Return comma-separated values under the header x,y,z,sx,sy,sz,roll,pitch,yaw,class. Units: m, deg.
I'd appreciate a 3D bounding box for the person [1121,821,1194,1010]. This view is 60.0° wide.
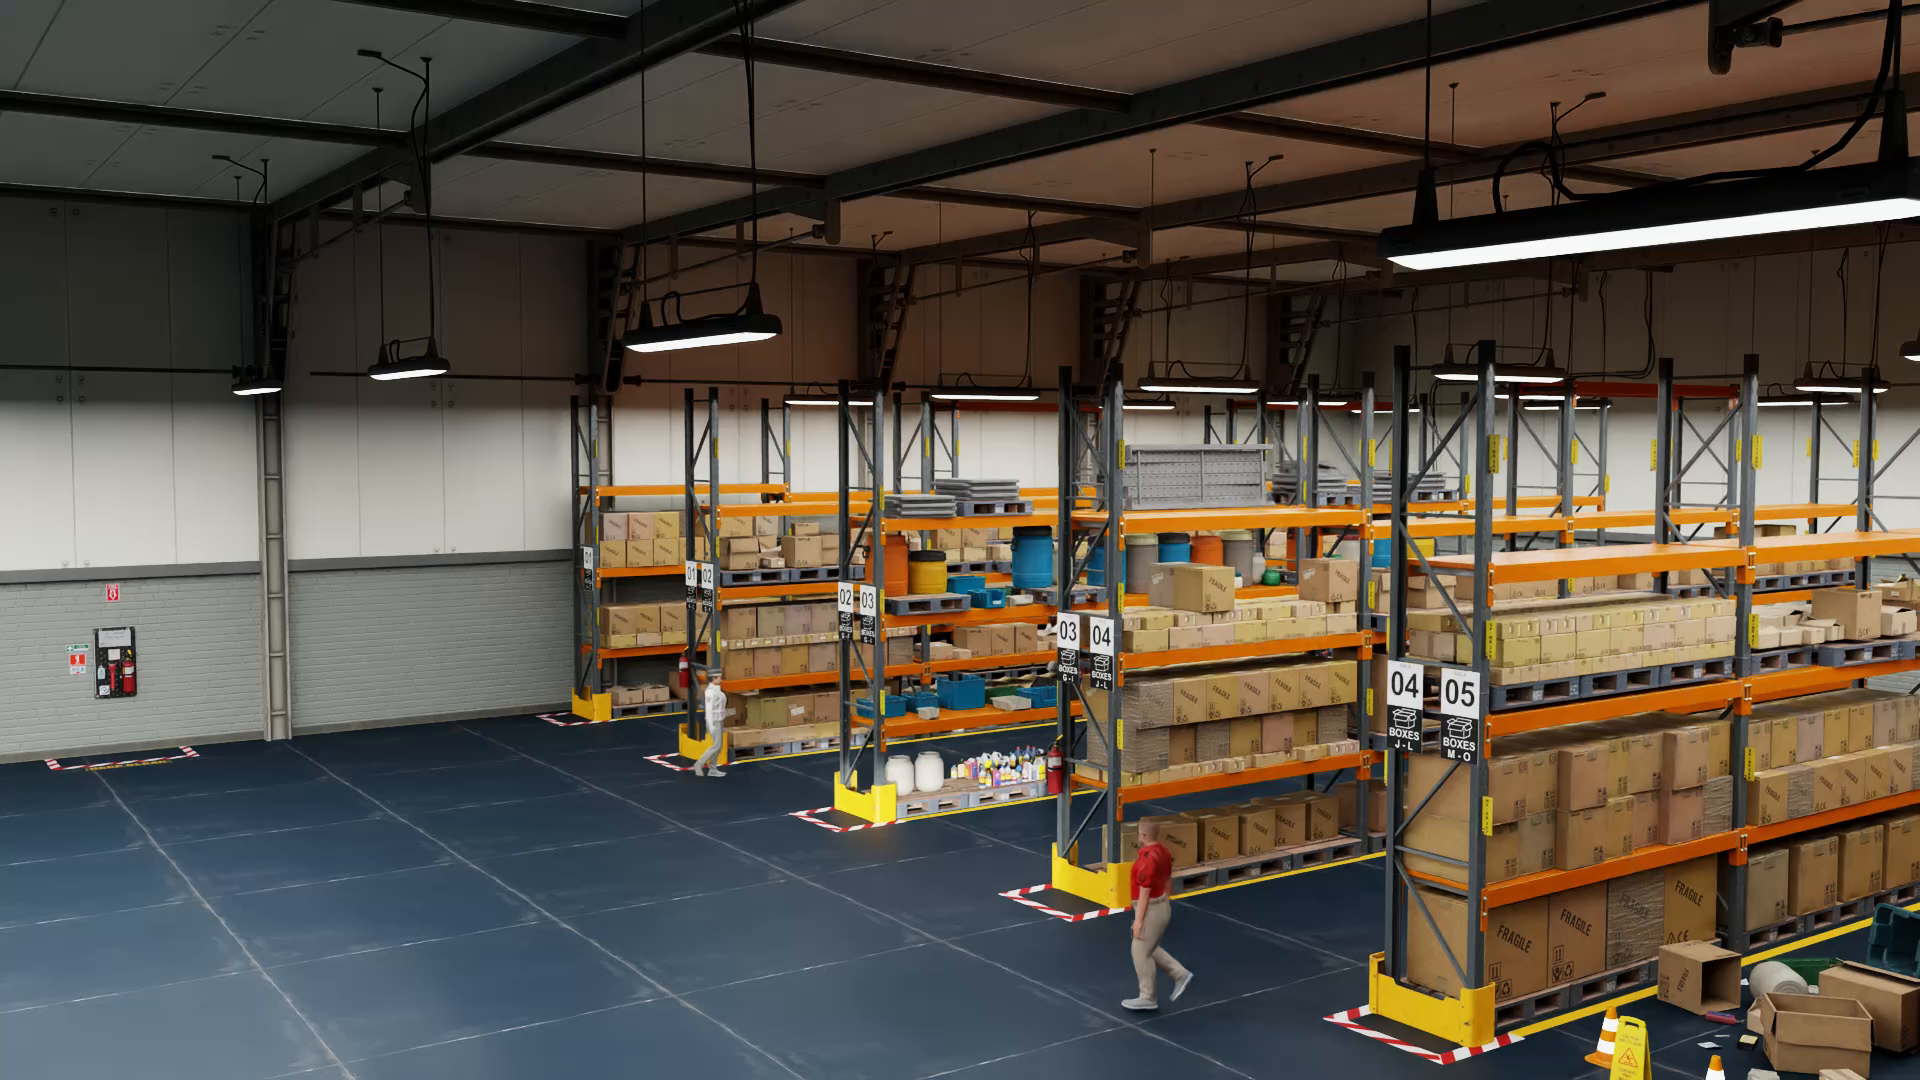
x,y,z,sx,sy,sz,roll,pitch,yaw,class
1.786,3.383,15.020,0.634,1.709,0.527,1,4,13,person

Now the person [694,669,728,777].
x,y,z,sx,sy,sz,roll,pitch,yaw,class
-3.826,2.808,25.491,0.471,1.663,0.596,0,3,5,person

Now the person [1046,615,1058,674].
x,y,z,sx,sy,sz,roll,pitch,yaw,class
1.818,2.263,33.262,0.902,1.743,0.570,-2,4,-24,person
